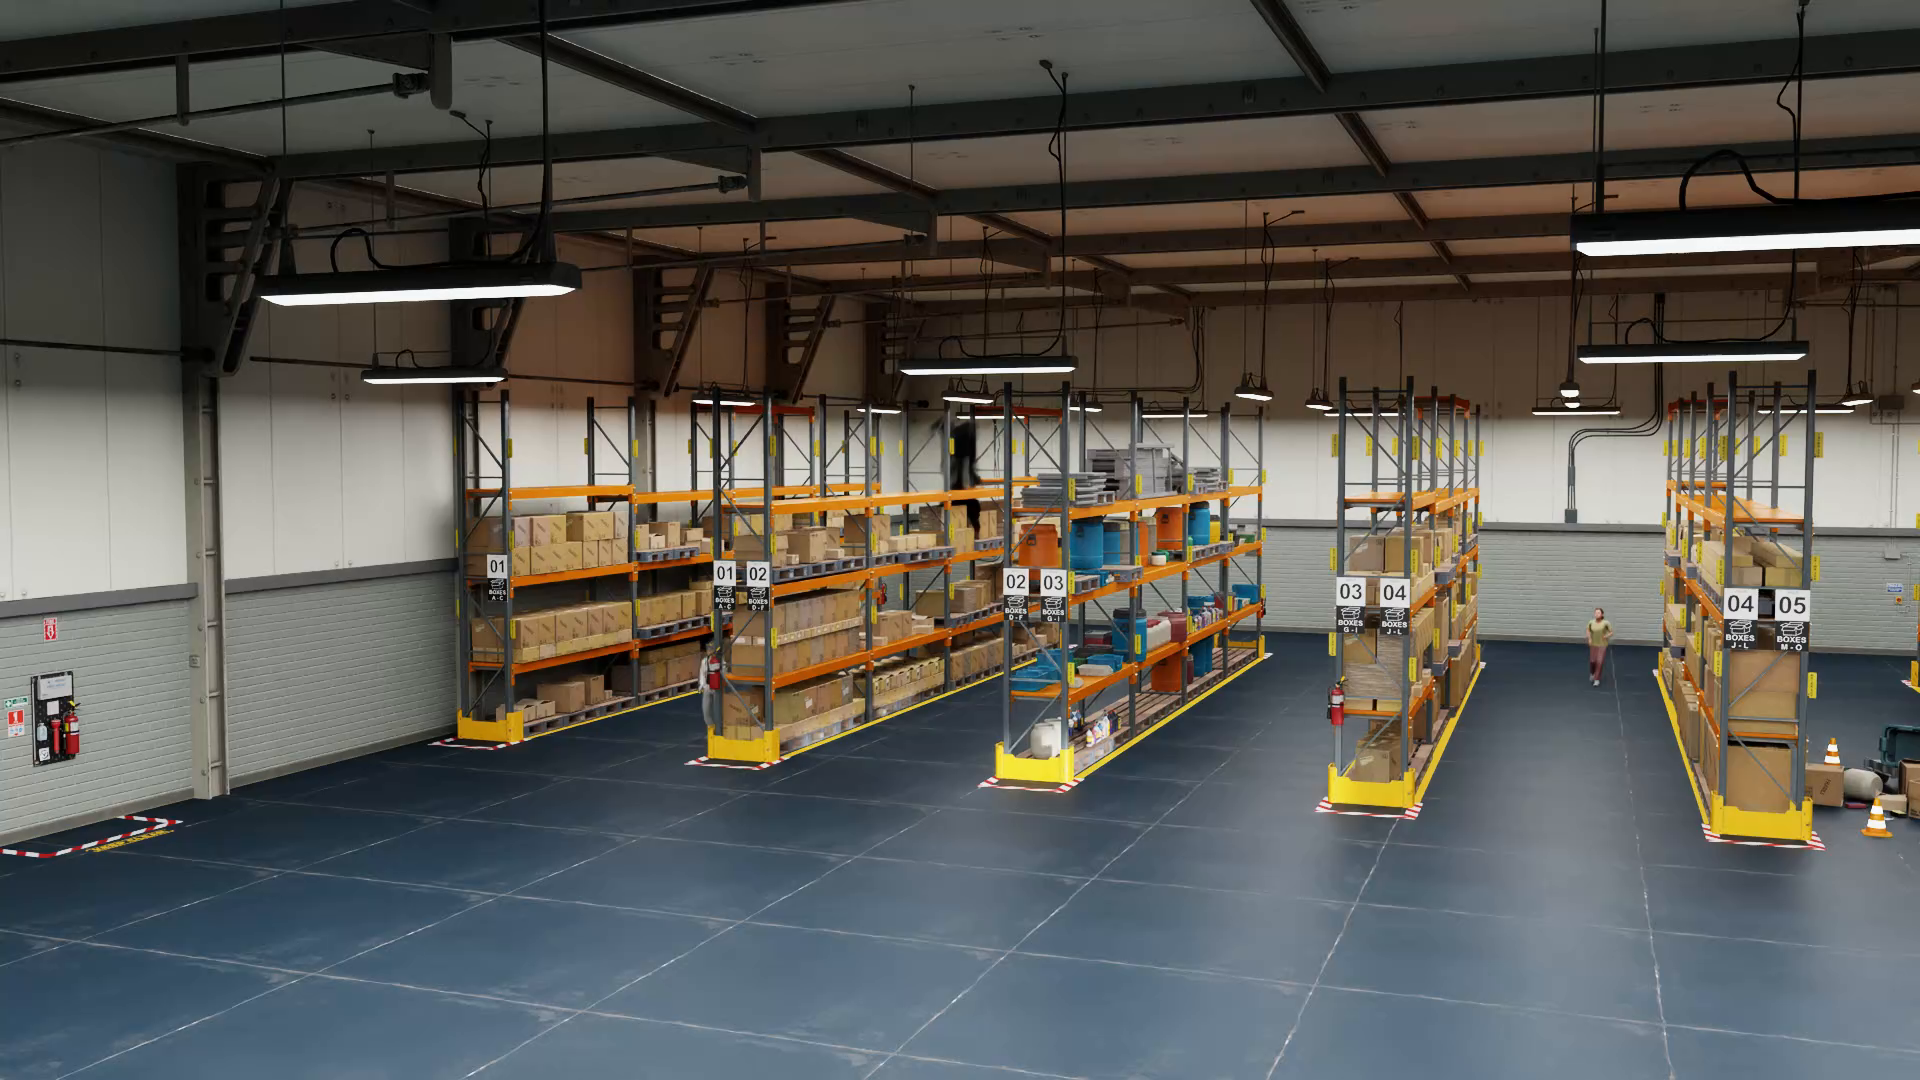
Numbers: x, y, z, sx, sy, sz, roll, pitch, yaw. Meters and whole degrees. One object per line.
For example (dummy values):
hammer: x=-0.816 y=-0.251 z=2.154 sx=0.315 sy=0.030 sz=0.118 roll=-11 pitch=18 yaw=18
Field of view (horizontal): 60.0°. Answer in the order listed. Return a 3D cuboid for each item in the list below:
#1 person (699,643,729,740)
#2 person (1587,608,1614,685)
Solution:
person: x=-4.258 y=2.593 z=28.870 sx=0.603 sy=1.668 sz=0.785 roll=1 pitch=3 yaw=15
person: x=13.487 y=2.251 z=35.106 sx=0.565 sy=1.637 sz=0.542 roll=2 pitch=4 yaw=30
